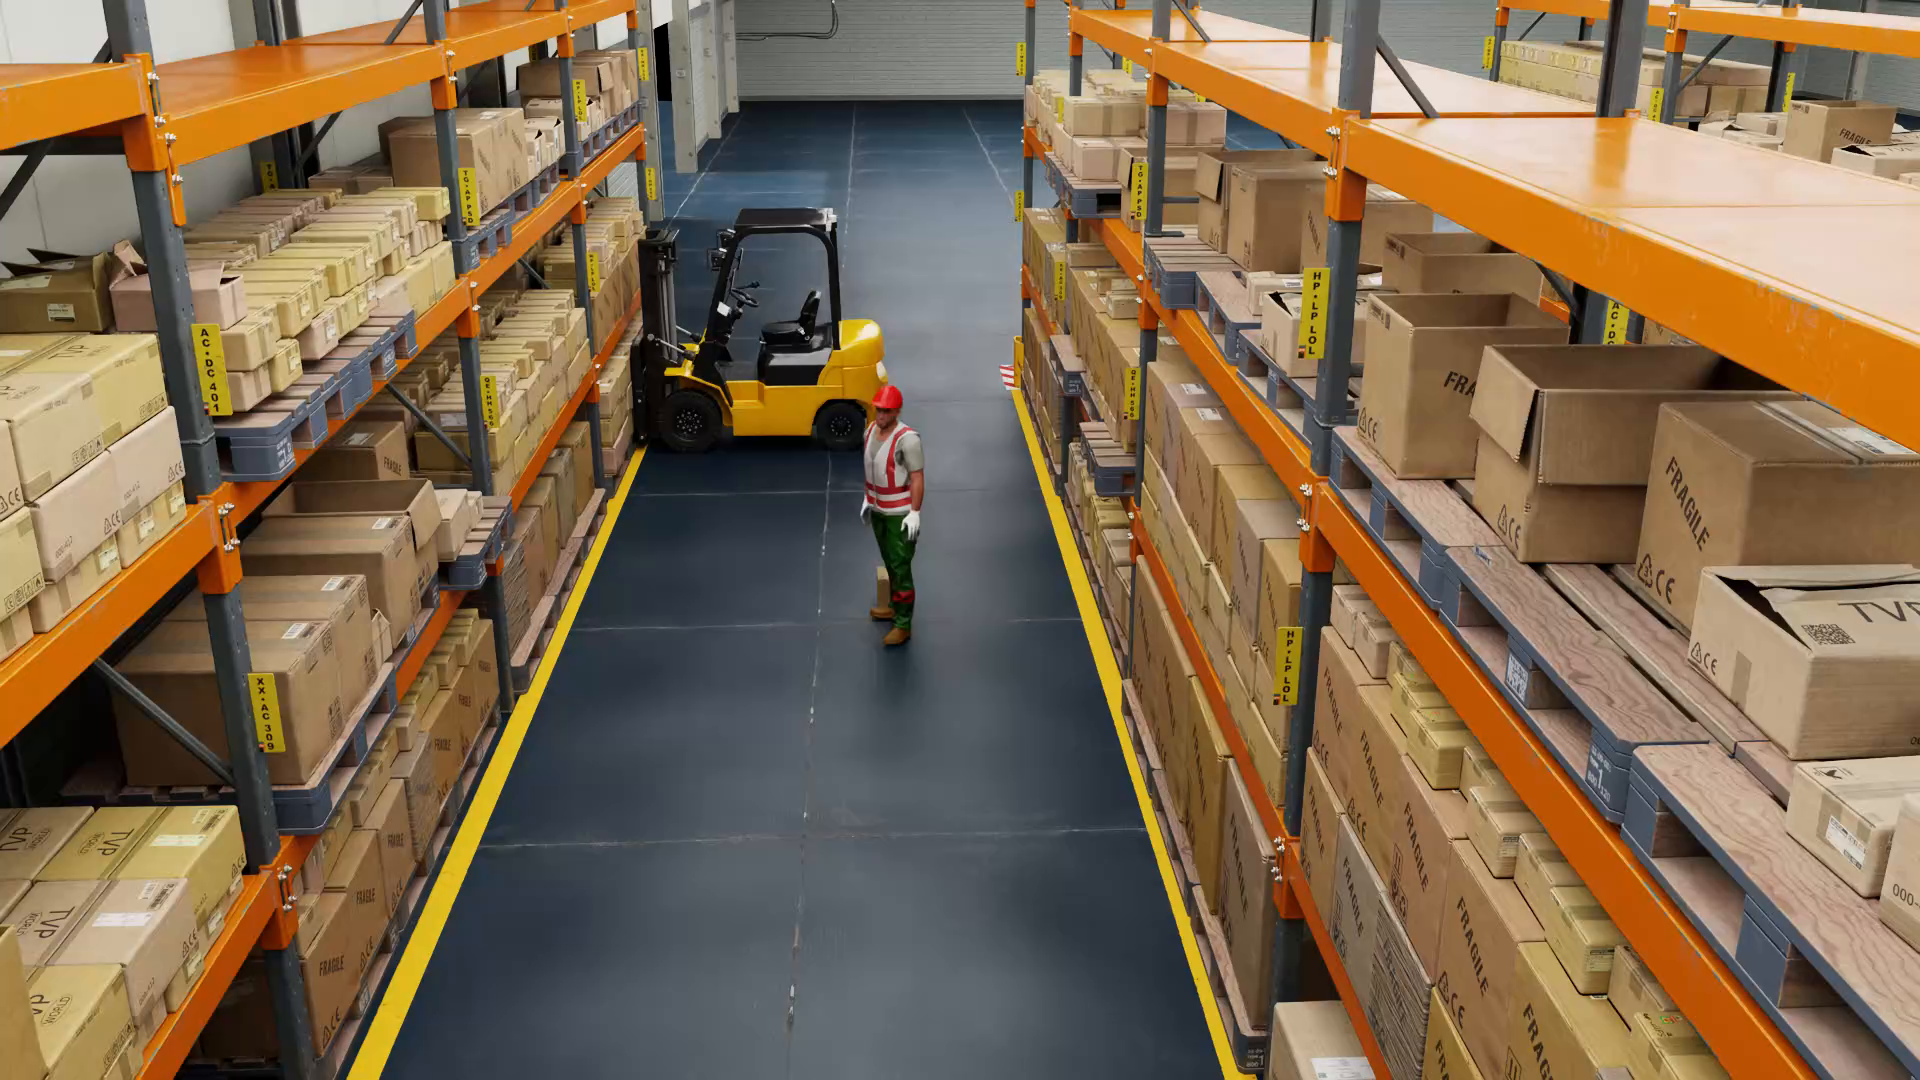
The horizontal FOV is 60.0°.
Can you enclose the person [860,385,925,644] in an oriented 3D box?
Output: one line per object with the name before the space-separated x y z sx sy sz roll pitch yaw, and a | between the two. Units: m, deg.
person | -0.487 -0.205 11.537 0.513 1.789 0.576 -16 25 -37
